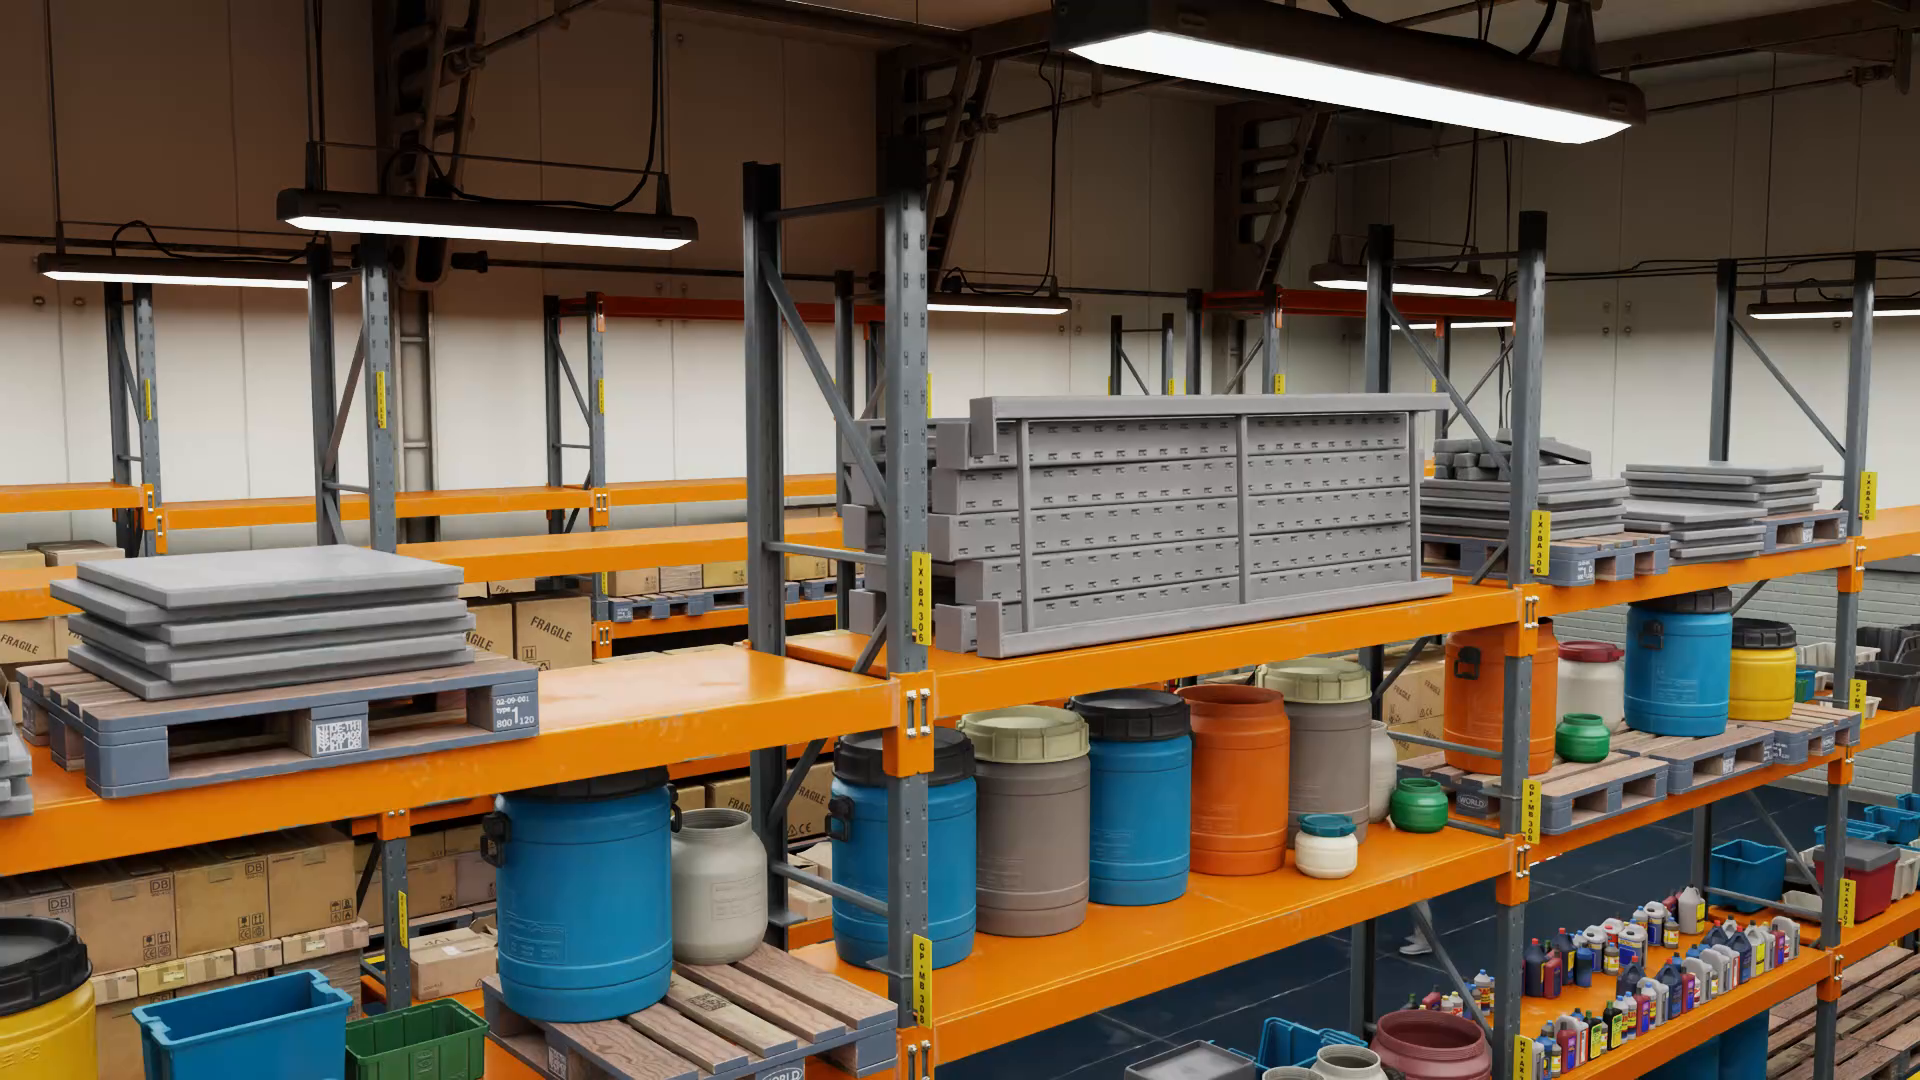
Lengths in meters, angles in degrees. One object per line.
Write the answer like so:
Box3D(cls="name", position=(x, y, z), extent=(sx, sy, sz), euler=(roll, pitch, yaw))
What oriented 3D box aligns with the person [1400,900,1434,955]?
Box3D(cls="person", position=(4.177, 2.903, 15.085), extent=(0.421, 1.720, 0.558), euler=(2, 6, 16))
